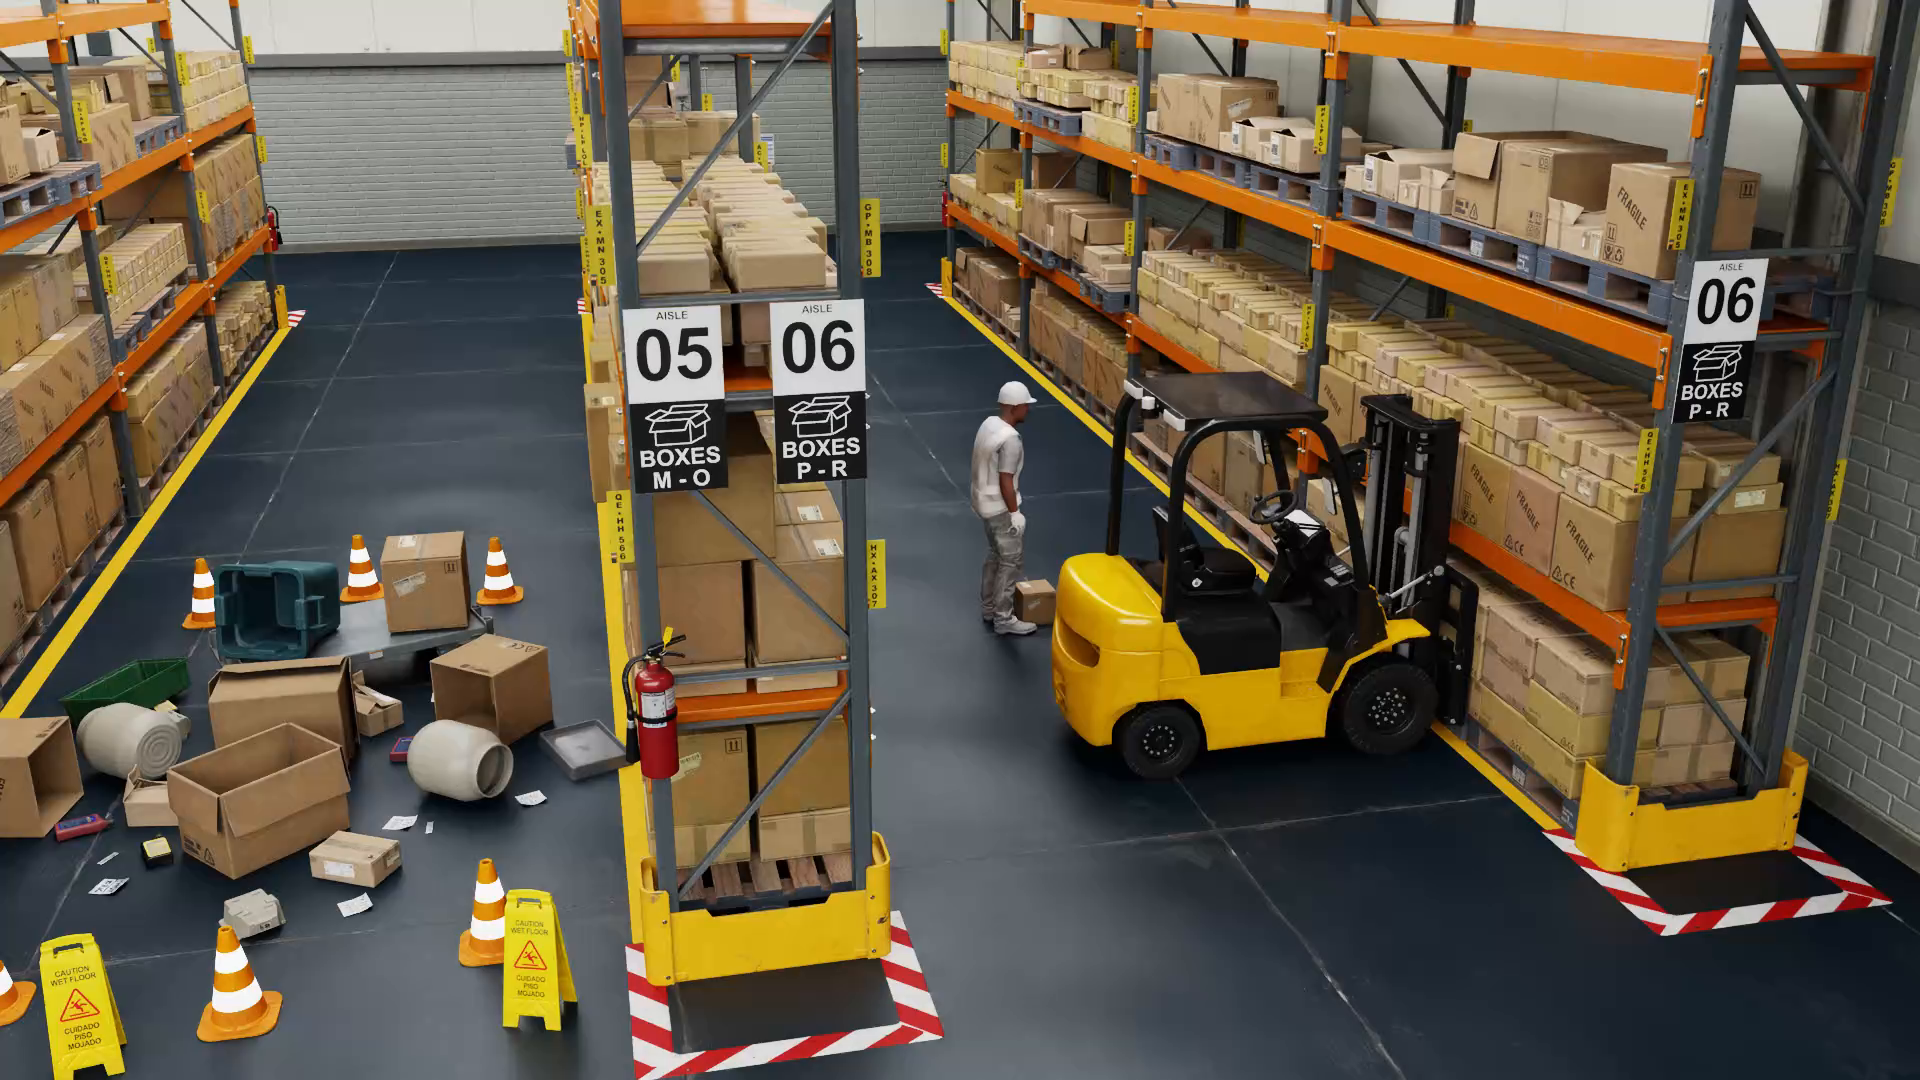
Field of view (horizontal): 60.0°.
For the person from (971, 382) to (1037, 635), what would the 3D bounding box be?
[{"bbox_3d":[0.316,-0.238,11.727,0.450,1.774,0.617,-4,20,-12],"label":"person"}]
